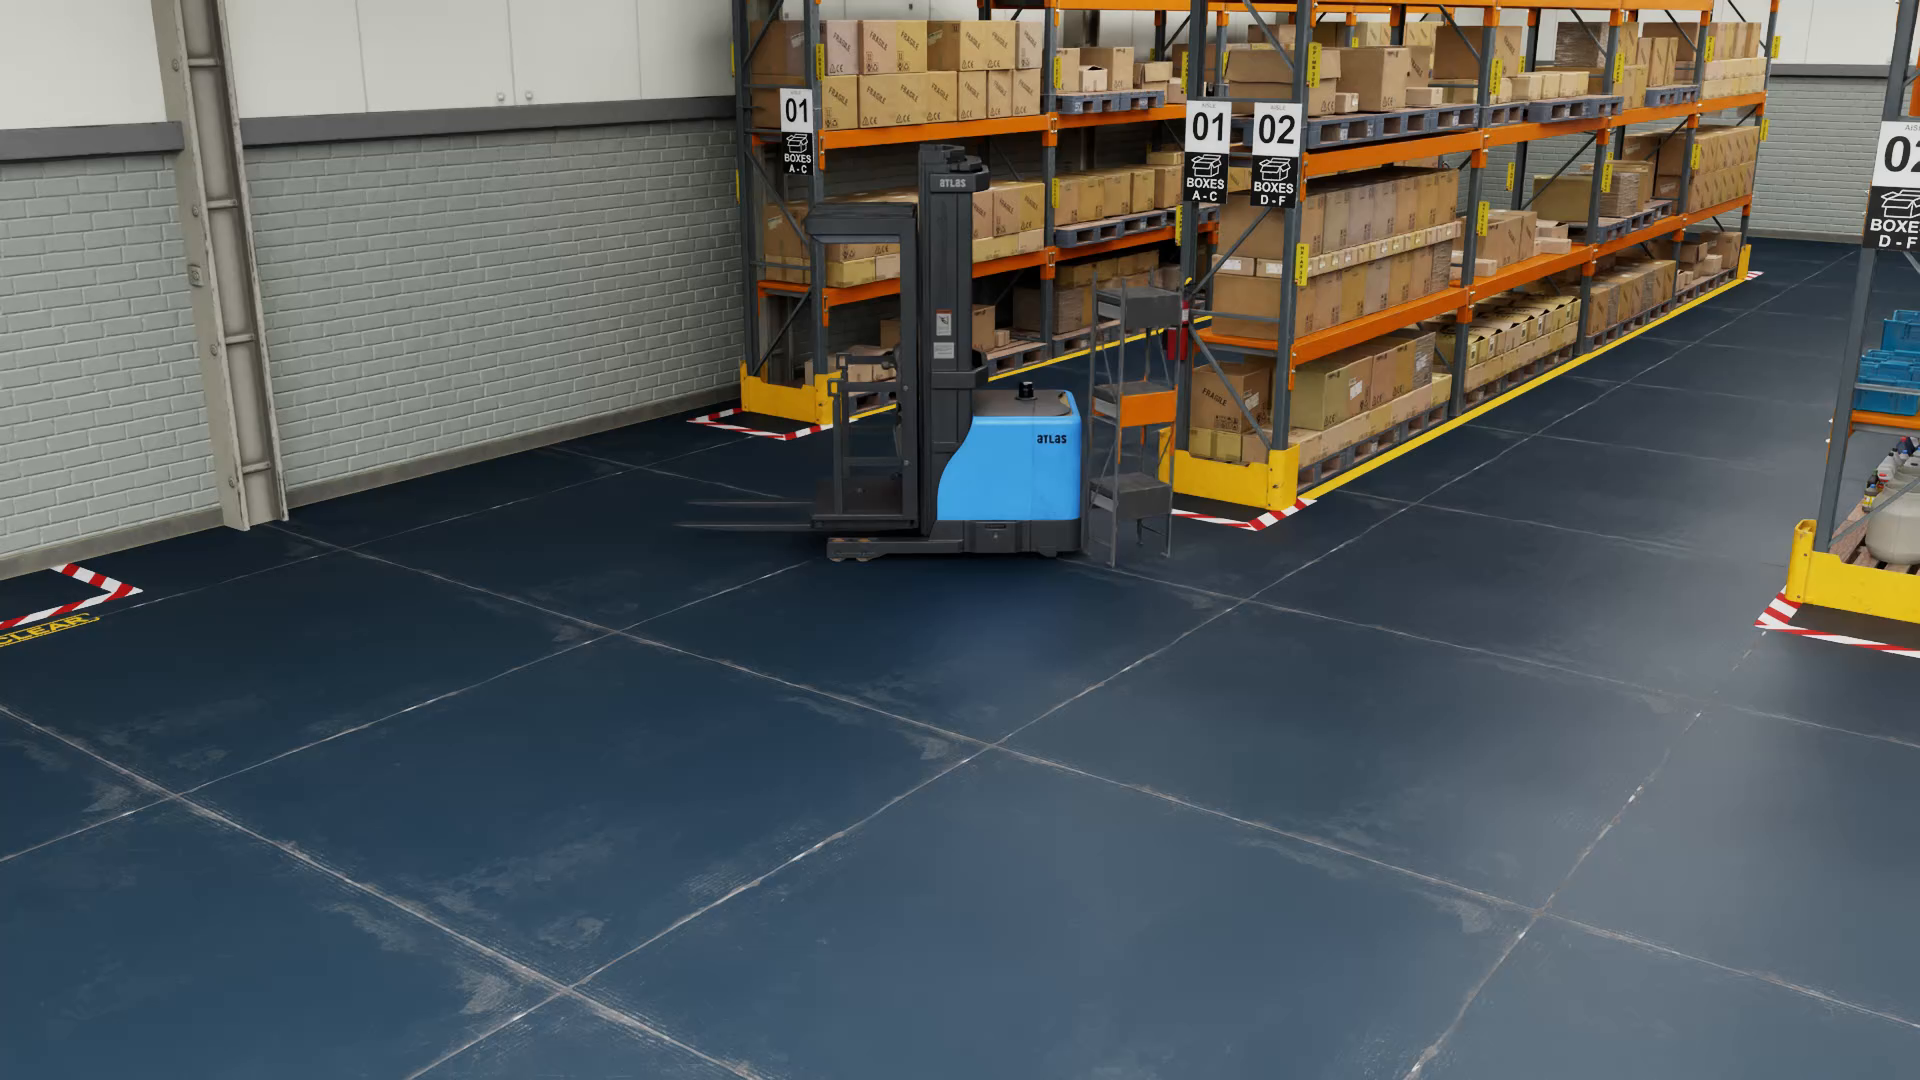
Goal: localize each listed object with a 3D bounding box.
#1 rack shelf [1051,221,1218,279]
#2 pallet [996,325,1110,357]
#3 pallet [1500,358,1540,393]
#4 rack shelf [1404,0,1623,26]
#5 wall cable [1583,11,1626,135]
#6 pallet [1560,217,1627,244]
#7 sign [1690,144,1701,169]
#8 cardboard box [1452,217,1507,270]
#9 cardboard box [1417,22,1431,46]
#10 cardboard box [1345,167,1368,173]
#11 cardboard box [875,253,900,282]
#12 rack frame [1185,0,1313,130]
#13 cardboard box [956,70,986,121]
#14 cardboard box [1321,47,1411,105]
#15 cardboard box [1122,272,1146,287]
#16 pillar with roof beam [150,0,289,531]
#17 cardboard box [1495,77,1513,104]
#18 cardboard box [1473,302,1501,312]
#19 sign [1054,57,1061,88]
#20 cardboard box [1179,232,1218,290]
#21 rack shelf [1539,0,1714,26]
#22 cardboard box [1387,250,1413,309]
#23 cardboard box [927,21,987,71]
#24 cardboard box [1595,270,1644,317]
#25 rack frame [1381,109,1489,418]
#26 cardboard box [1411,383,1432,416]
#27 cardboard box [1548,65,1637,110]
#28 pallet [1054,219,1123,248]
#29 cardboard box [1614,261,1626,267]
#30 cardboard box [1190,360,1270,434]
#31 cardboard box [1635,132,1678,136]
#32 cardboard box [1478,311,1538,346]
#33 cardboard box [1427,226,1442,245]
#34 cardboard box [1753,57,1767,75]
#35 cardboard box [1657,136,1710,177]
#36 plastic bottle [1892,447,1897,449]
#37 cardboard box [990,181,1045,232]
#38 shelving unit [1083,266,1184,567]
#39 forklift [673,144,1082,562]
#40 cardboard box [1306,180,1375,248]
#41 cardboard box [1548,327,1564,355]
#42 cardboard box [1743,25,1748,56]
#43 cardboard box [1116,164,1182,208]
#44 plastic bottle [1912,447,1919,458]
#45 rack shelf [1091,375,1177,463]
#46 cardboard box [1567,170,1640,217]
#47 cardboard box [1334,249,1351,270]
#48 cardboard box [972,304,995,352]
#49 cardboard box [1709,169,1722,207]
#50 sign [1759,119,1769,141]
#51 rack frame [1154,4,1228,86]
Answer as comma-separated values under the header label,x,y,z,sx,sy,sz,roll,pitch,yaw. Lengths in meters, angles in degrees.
label,x,y,z,sx,sy,sz,roll,pitch,yaw
rack shelf,1.836,-3.771,21.043,1.077,0.370,4.000,12,21,35
pallet,1.107,-2.492,20.414,1.003,0.211,1.213,12,21,35
pallet,5.759,-1.906,18.527,1.003,0.211,1.213,12,21,35
rack shelf,5.817,-5.571,17.397,1.077,0.370,4.000,12,21,35
wall cable,11.452,-9.163,32.311,3.097,2.526,0.112,12,21,35
pallet,7.356,-3.799,20.243,1.213,0.211,1.003,12,21,35
sign,9.840,-5.125,22.237,0.100,0.325,0.005,12,21,35
cardboard box,5.410,-3.117,17.555,0.500,0.500,0.500,14,22,39
cardboard box,7.271,-8.124,26.901,0.500,0.500,0.500,13,22,36
cardboard box,5.748,-5.813,25.900,0.980,0.700,0.700,13,21,36
cardboard box,-0.895,-2.810,16.954,0.500,0.250,0.500,12,21,33
rack frame,2.242,-4.676,12.629,1.000,3.000,0.127,12,21,35
cardboard box,-0.069,-4.707,17.584,0.500,0.500,0.500,11,21,33
cardboard box,3.543,-4.143,14.852,0.797,0.503,0.637,15,23,41
cardboard box,1.967,-3.201,21.468,0.700,0.500,0.500,12,21,34
pillar with roof beam,-2.134,-3.681,9.422,9.100,9.000,0.400,12,21,35
cardboard box,5.325,-4.602,16.991,0.500,0.250,0.500,10,20,29
cardboard box,5.849,-2.551,18.884,0.500,0.311,0.500,12,21,33
sign,1.085,-5.224,18.578,0.100,0.325,0.005,12,21,35
cardboard box,3.572,-3.917,23.216,0.750,0.750,0.750,12,21,34
rack shelf,8.200,-6.523,20.465,1.077,0.370,4.000,12,21,35
cardboard box,3.755,-2.459,15.437,0.700,0.500,0.500,13,21,35
cardboard box,-0.057,-5.180,17.420,0.500,0.500,0.500,12,21,33
cardboard box,8.427,-3.160,21.336,0.500,0.500,0.500,12,21,33
rack frame,4.625,-2.764,16.586,1.000,3.000,0.127,12,21,35
cardboard box,4.219,-1.385,16.074,0.500,0.250,0.500,12,21,35
cardboard box,7.545,-5.428,19.940,0.910,0.500,0.500,12,21,35
pallet,1.217,-3.703,19.934,1.003,0.211,1.213,12,21,35
cardboard box,8.599,-3.485,22.380,0.500,0.500,0.500,13,21,35
cardboard box,2.323,-1.237,14.333,0.500,0.500,0.500,12,21,35
cardboard box,9.788,-5.483,23.489,0.500,0.500,0.500,12,21,34
cardboard box,5.987,-2.340,18.204,0.500,0.311,0.500,13,22,36
cardboard box,4.332,-2.897,15.754,0.380,0.149,0.250,12,21,33
cardboard box,11.674,-7.054,24.754,0.500,0.250,0.500,12,21,35
cardboard box,9.899,-5.257,22.760,0.500,0.500,0.500,13,22,36
plastic bottle,7.543,-0.605,13.472,0.061,0.283,0.133,14,22,37
cardboard box,0.611,-3.767,18.772,0.500,0.500,0.500,12,21,35
shelving unit,1.250,-0.894,12.067,0.503,2.100,0.431,-9,20,-27
forklift,-0.623,-1.398,12.304,3.031,2.935,1.130,0,17,0
cardboard box,3.171,-2.847,14.496,0.700,0.500,0.500,13,21,35
cardboard box,6.587,-2.312,19.060,0.500,0.250,0.500,12,21,34
cardboard box,11.116,-7.350,24.443,0.700,0.500,0.500,12,21,35
cardboard box,2.445,-4.597,21.580,0.700,0.500,0.500,10,20,30
plastic bottle,7.798,-0.620,13.541,0.097,0.271,0.097,0,17,0
rack shelf,1.249,-0.881,12.071,0.480,0.518,0.431,-9,20,-27
cardboard box,7.992,-4.319,20.717,0.500,0.500,0.700,-15,23,-40
cardboard box,3.106,-2.406,14.173,0.380,0.149,0.250,12,21,34
cardboard box,0.058,-2.400,18.889,0.500,0.500,0.500,11,20,31
cardboard box,10.517,-5.032,23.720,0.500,0.500,0.500,12,21,34
sign,12.209,-6.223,25.240,0.100,0.325,0.005,12,21,35
rack frame,3.028,-7.456,21.580,1.000,3.000,0.127,12,21,35
